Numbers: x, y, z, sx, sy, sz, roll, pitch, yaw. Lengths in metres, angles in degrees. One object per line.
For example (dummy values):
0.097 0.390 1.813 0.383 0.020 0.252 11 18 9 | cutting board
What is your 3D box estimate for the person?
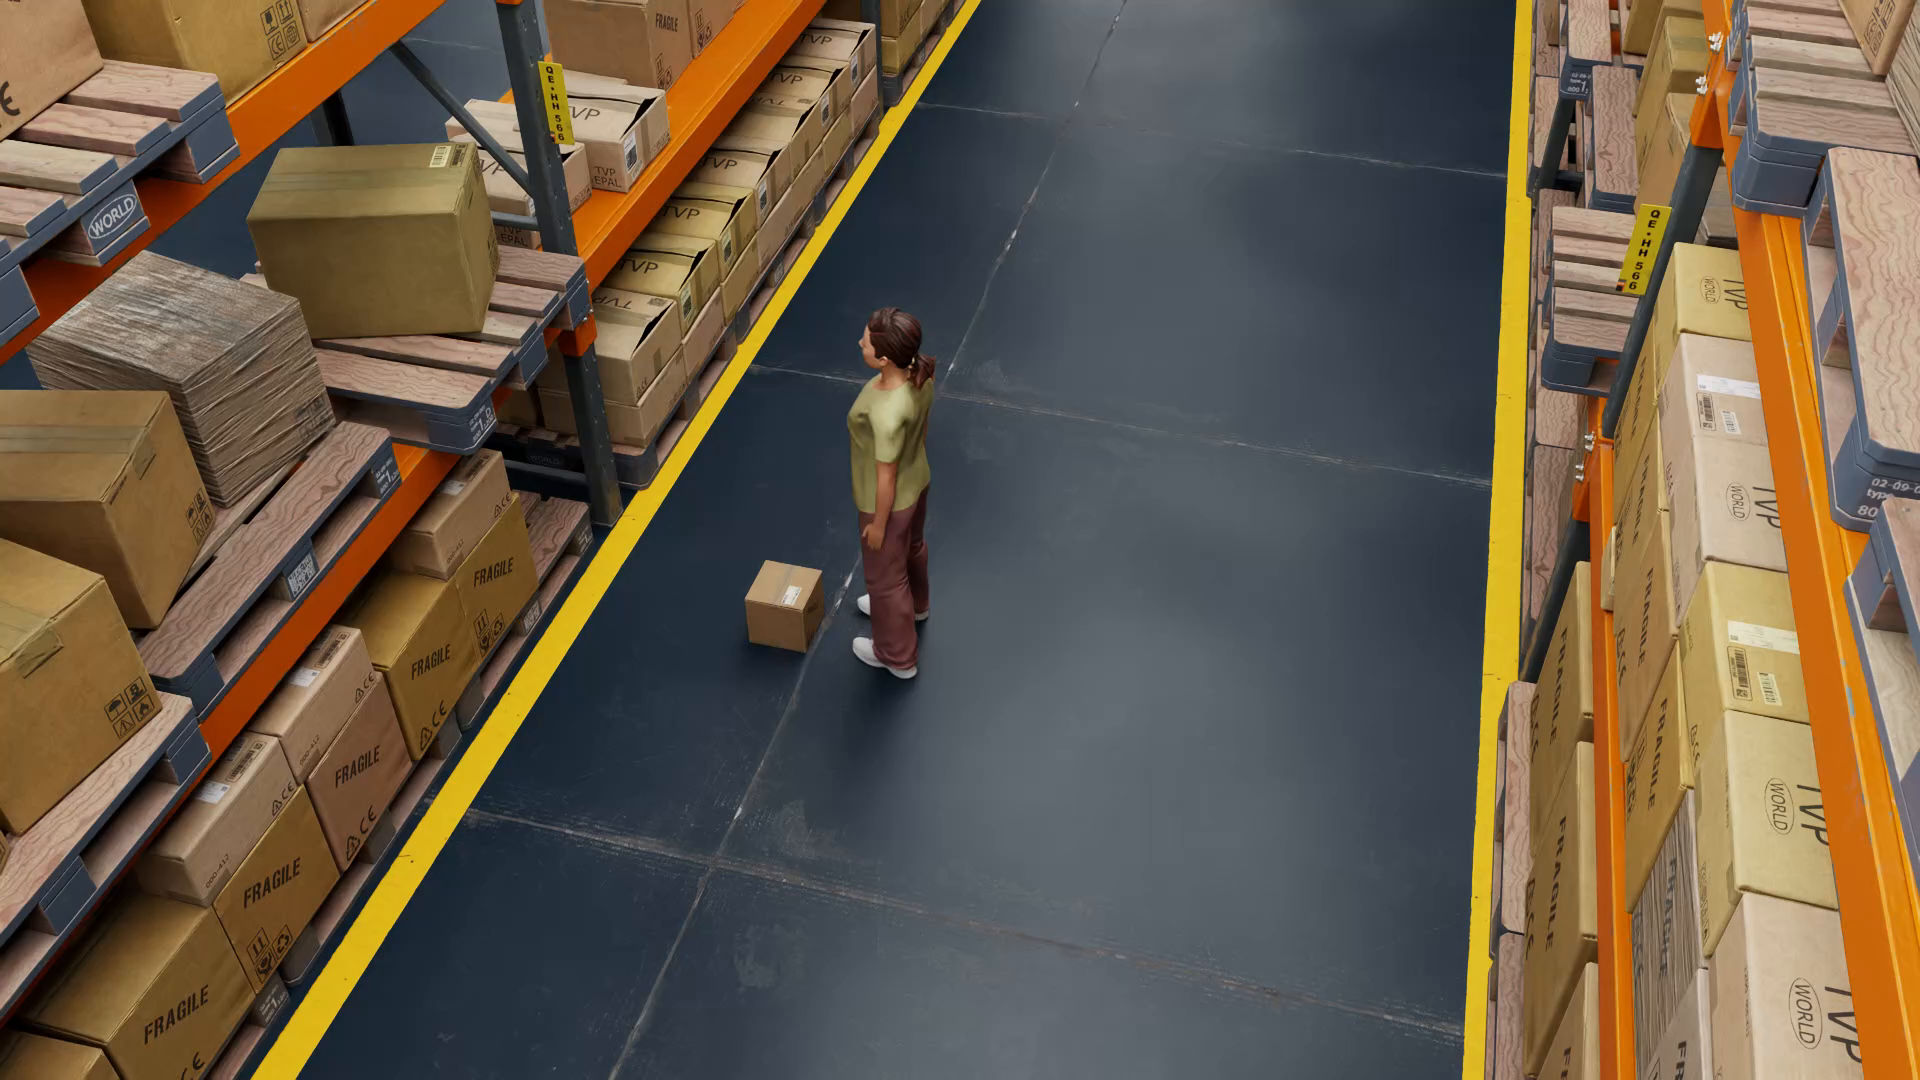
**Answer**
-0.279 -0.199 6.383 0.439 1.666 0.509 14 43 16 | person
